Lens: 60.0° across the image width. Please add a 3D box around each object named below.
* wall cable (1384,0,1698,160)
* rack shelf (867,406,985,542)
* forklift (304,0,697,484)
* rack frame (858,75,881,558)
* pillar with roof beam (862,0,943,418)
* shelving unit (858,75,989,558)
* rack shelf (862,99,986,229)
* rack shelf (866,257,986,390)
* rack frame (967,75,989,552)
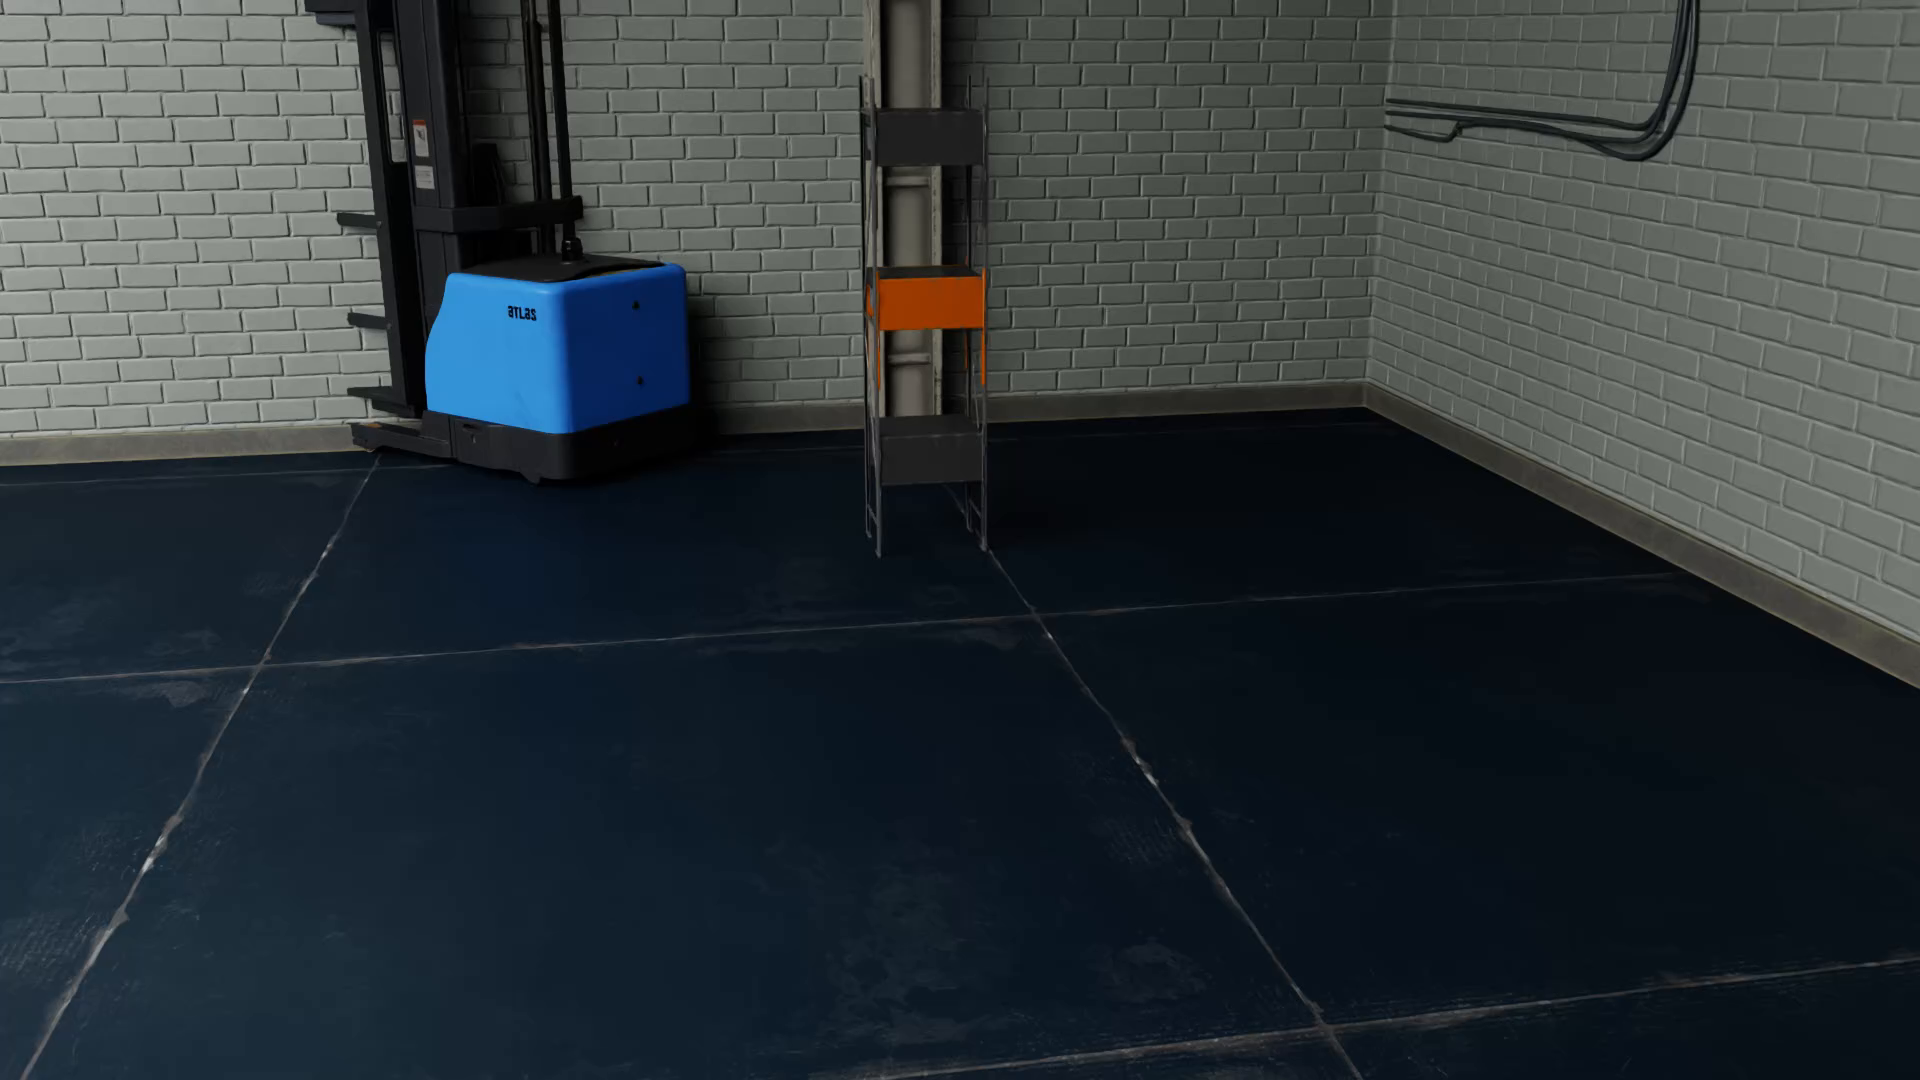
[{"bbox_3d":[2.821,-3.249,8.351,0.112,2.526,3.097,-3,17,-10],"label":"wall cable"},{"bbox_3d":[-0.163,-0.312,7.683,0.480,0.518,0.431,-3,17,-10],"label":"rack shelf"},{"bbox_3d":[-2.978,-2.011,9.367,3.031,2.935,1.130,12,21,33],"label":"forklift"},{"bbox_3d":[-0.402,-0.981,7.429,0.015,2.100,0.400,-3,17,-10],"label":"rack frame"},{"bbox_3d":[0.494,-3.709,4.562,0.400,9.000,9.100,-3,17,-10],"label":"pillar with roof beam"},{"bbox_3d":[-0.163,-0.995,7.473,0.503,2.100,0.431,-3,17,-10],"label":"shelving unit"},{"bbox_3d":[-0.163,-1.651,7.272,0.480,0.518,0.431,-3,17,-10],"label":"rack shelf"},{"bbox_3d":[-0.163,-0.981,7.478,0.480,0.518,0.431,-3,17,-10],"label":"rack shelf"},{"bbox_3d":[0.077,-1.008,7.518,0.015,2.100,0.400,-3,17,-10],"label":"rack frame"}]
